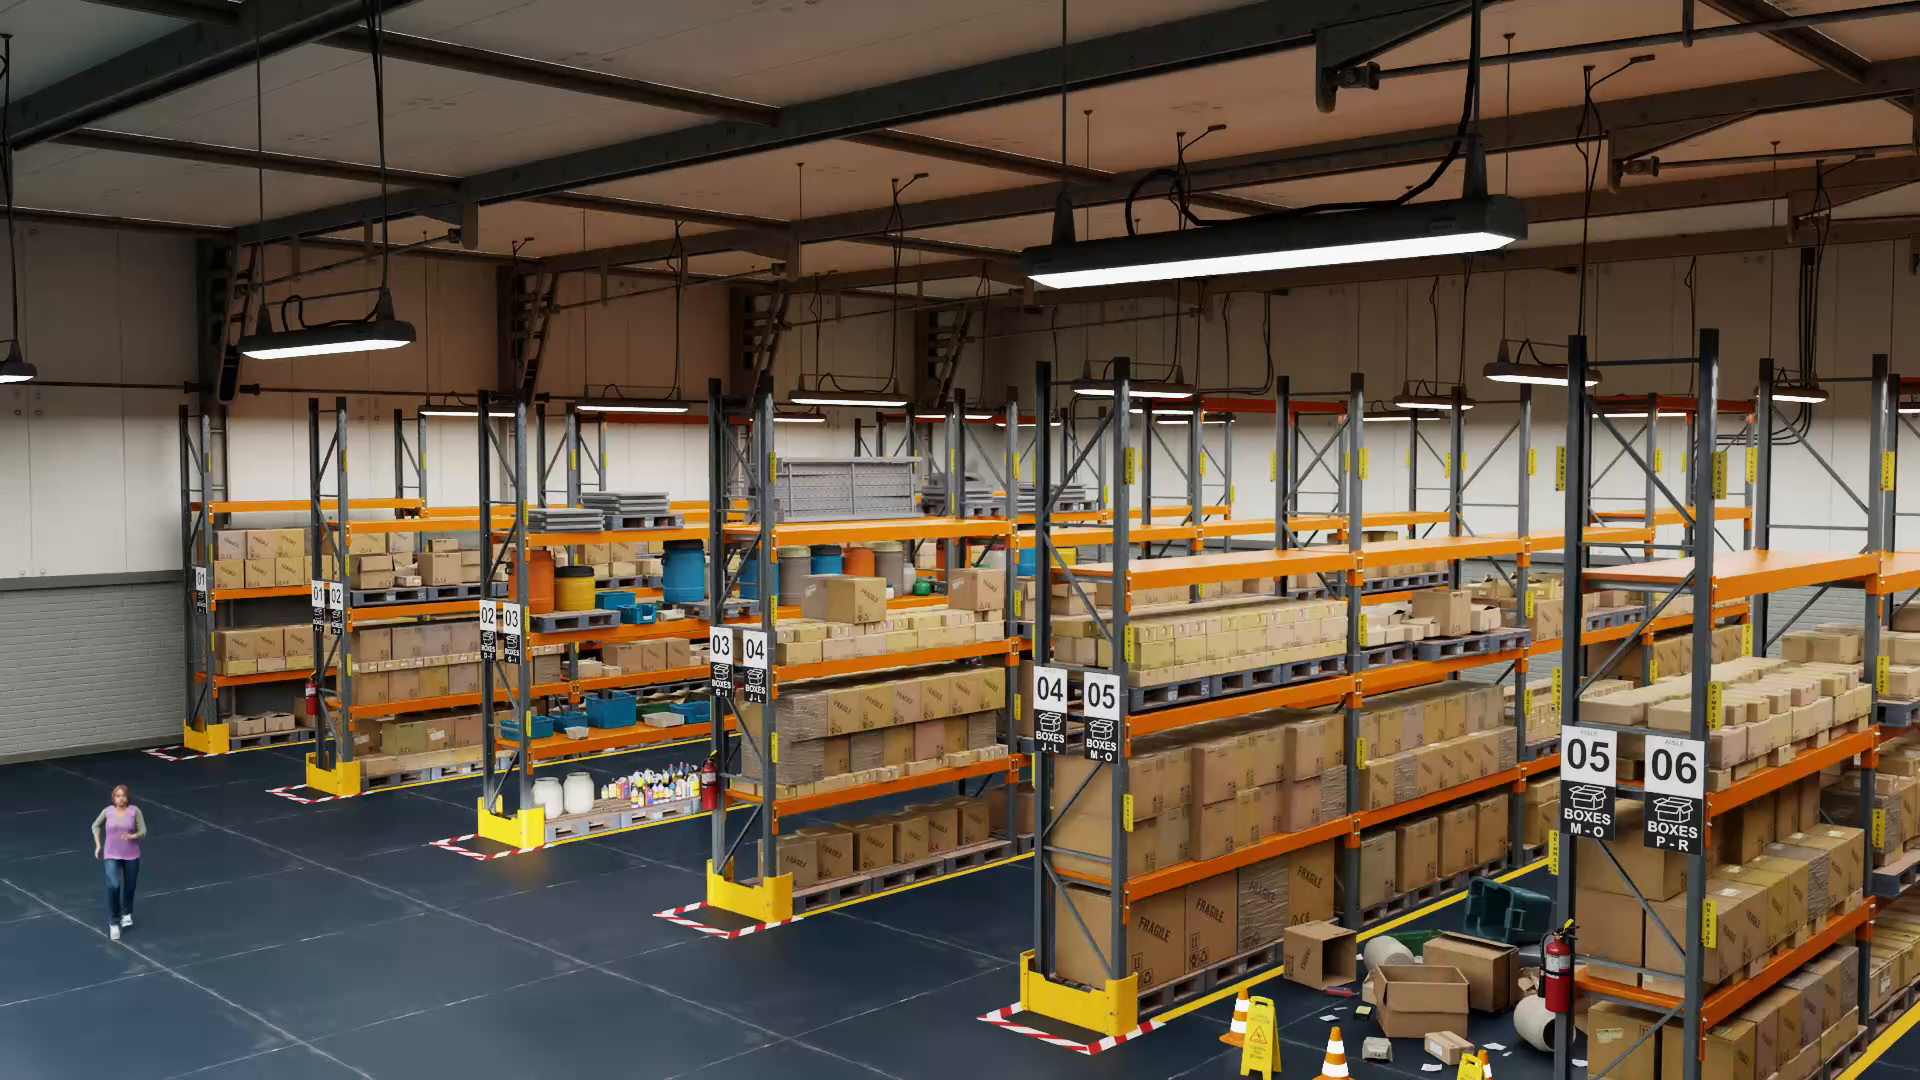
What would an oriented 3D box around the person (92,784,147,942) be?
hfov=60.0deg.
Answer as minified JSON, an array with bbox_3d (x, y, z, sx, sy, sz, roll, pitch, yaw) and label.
[{"bbox_3d":[-8.959,3.428,17.752,0.503,1.639,0.703,-2,4,-31],"label":"person"}]
